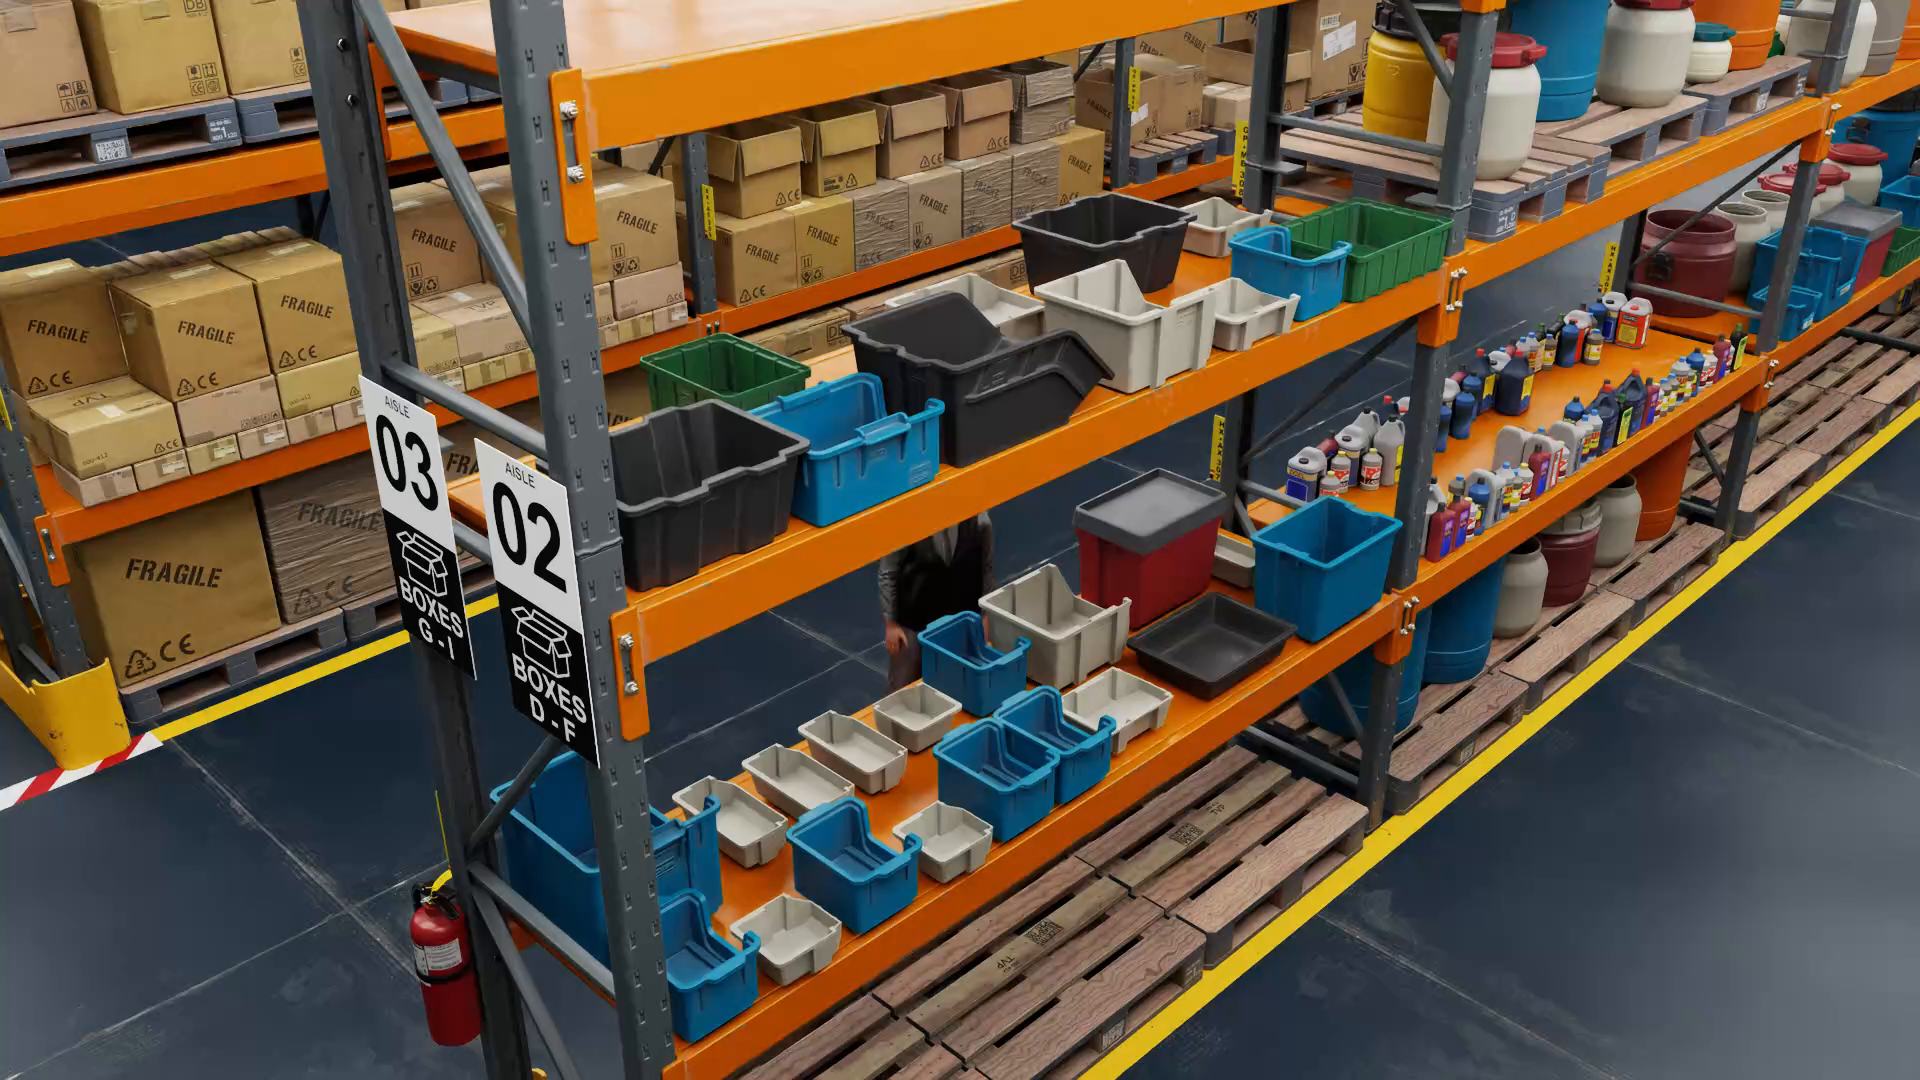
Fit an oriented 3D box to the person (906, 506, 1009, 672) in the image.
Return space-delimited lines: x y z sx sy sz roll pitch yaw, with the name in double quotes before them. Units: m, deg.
"person" 0.066 0.436 7.796 0.607 1.736 0.505 -21 34 -34
